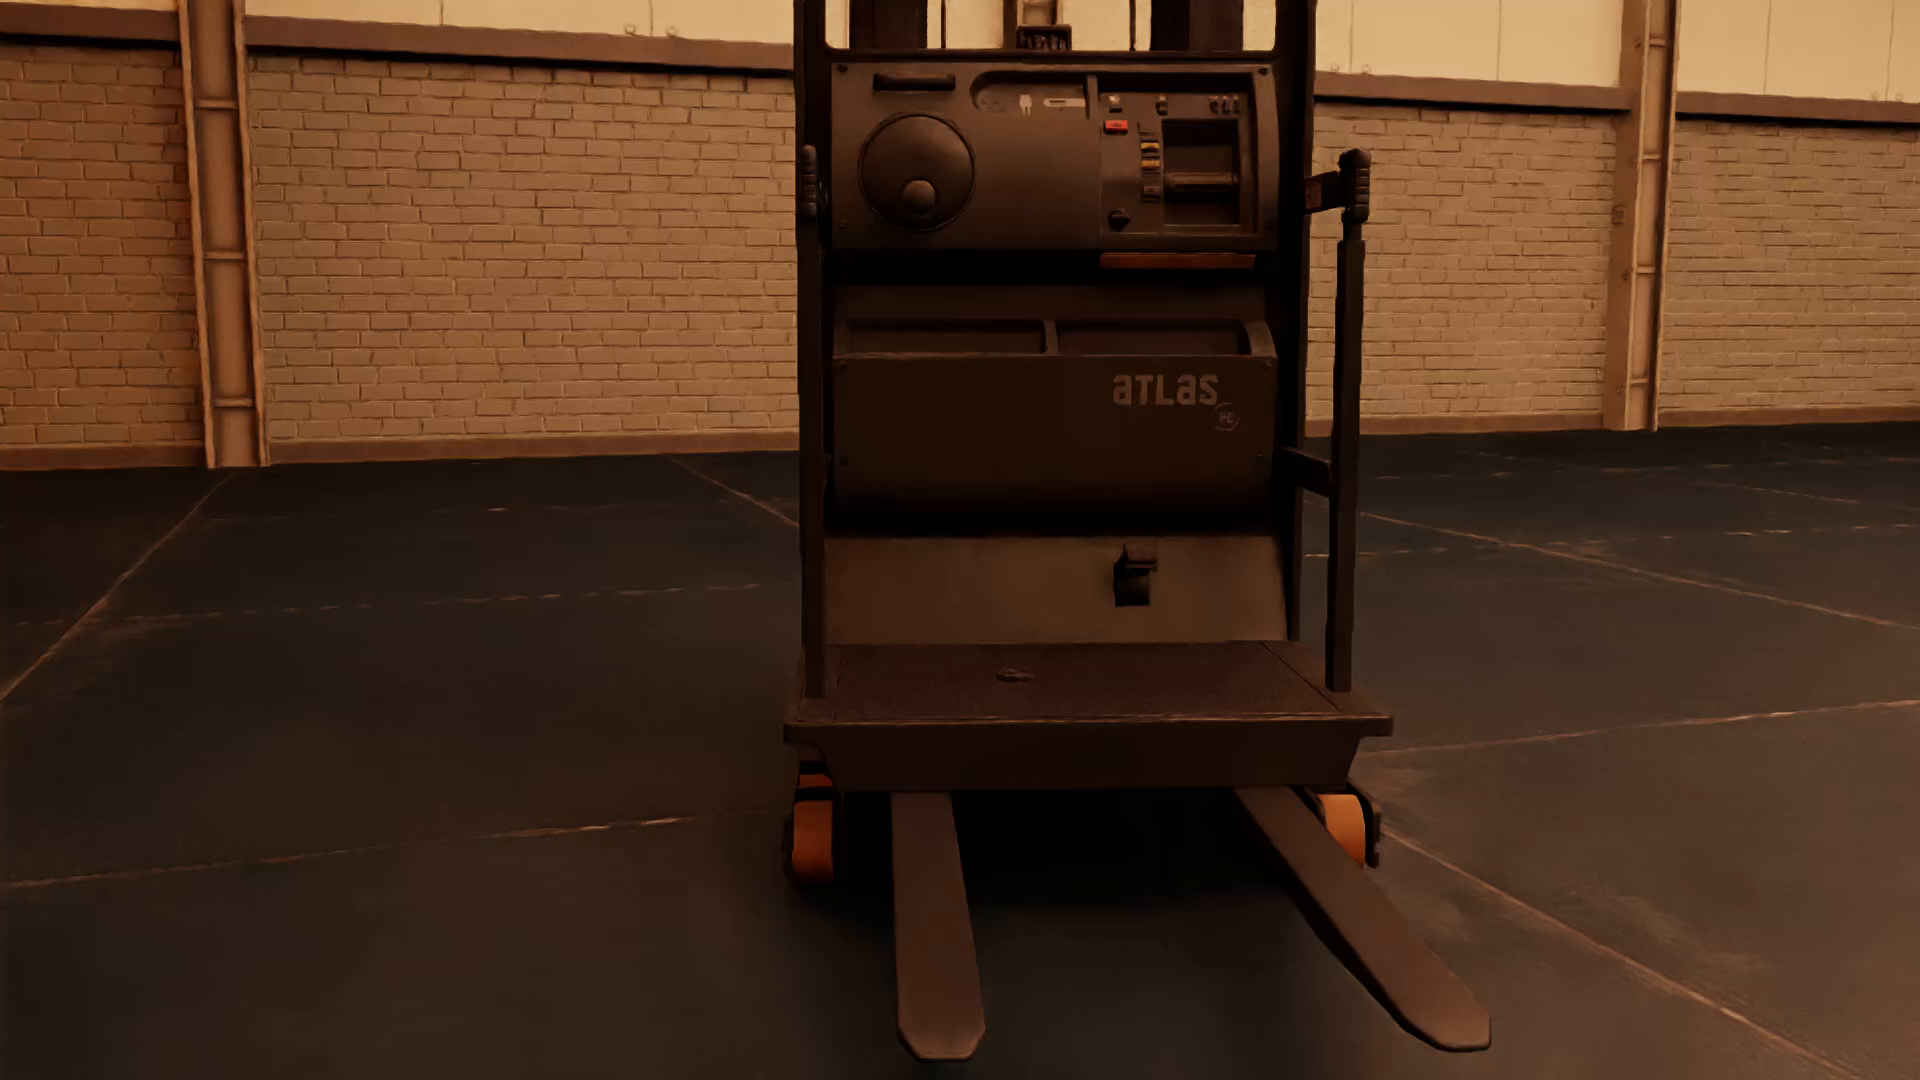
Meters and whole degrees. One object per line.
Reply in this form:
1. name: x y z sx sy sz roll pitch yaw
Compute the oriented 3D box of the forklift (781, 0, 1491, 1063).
1. forklift: 0.210 -0.844 3.251 1.130 2.935 3.031 0 8 -3
